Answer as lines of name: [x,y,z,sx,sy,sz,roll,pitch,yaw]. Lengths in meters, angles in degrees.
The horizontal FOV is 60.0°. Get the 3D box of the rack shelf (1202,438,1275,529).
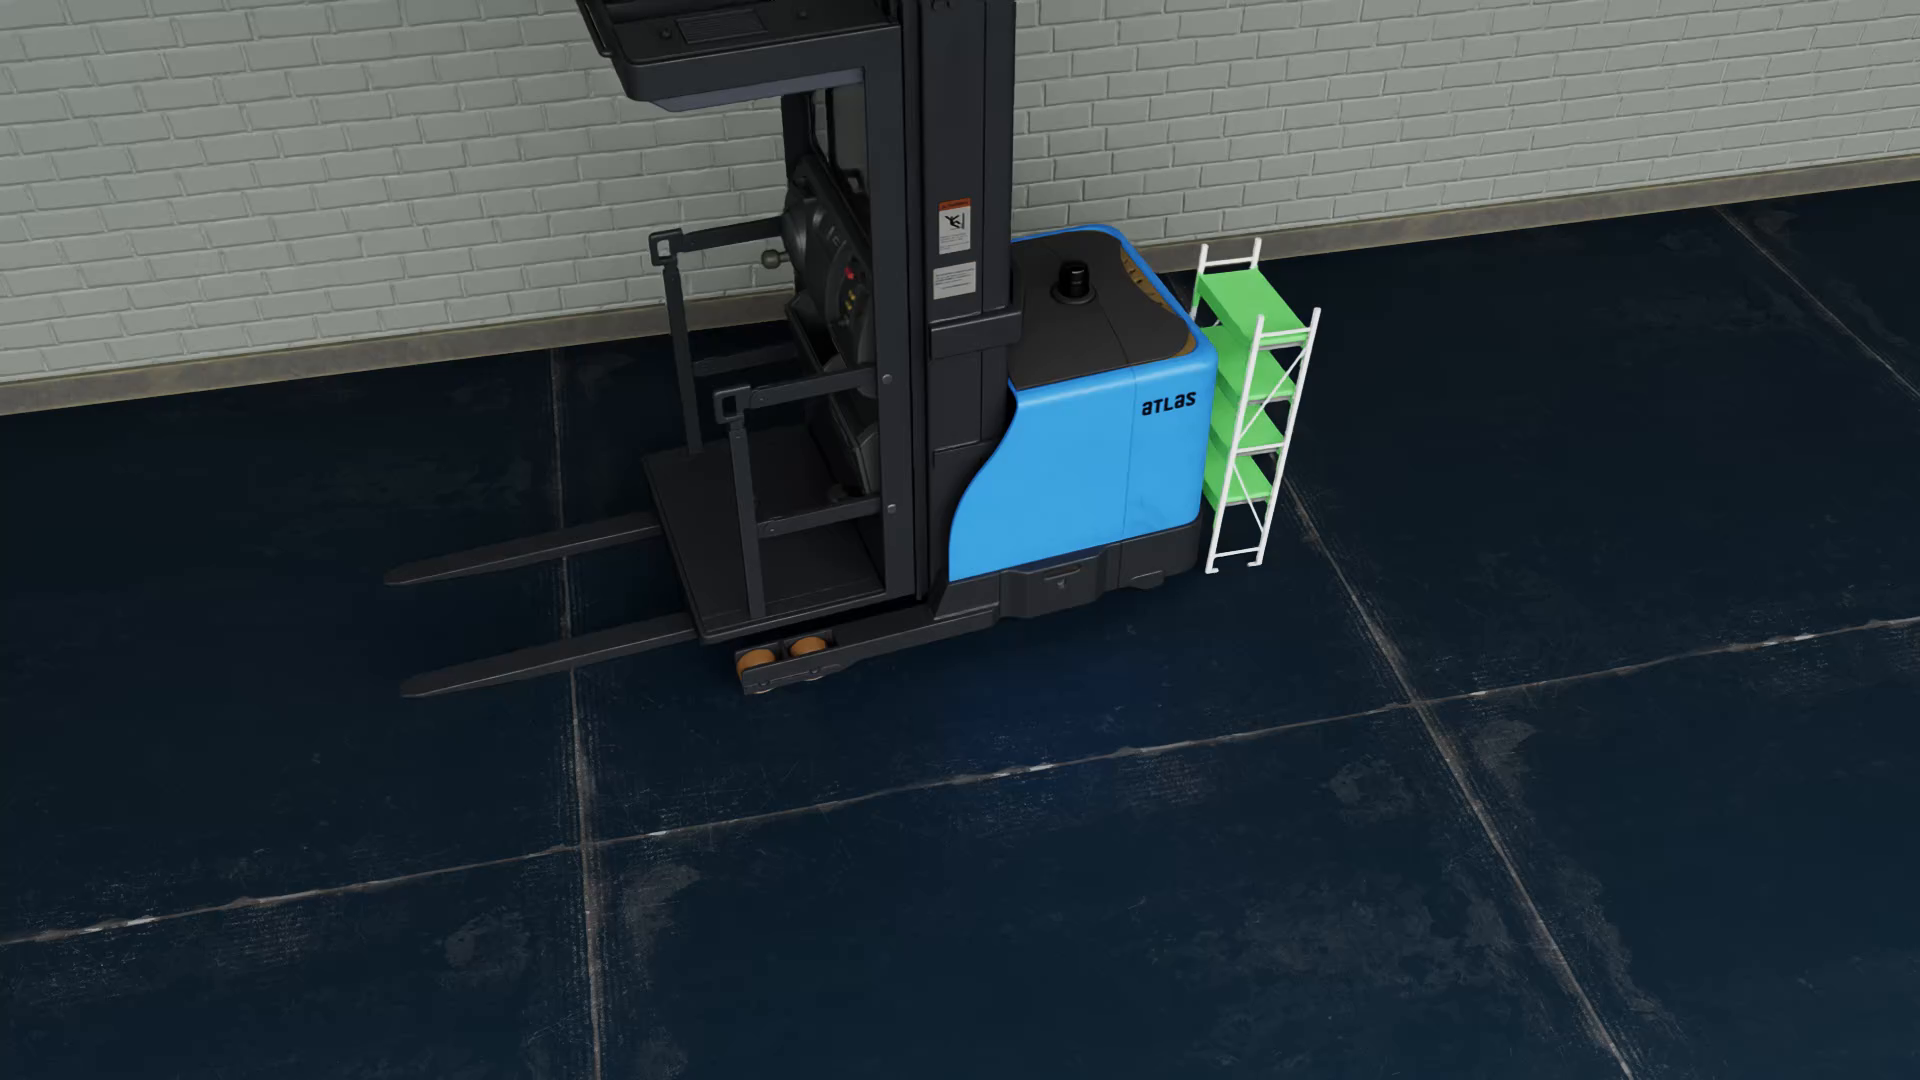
rack shelf: [1.031,-0.268,6.594,0.258,0.148,0.480,-9,42,-15]

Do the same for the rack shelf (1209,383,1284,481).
rack shelf: [1.045,-0.450,6.438,0.258,0.148,0.480,-9,42,-15]

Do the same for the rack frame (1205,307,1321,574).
rack frame: [1.121,-0.344,6.223,0.240,1.200,0.015,-9,42,-15]

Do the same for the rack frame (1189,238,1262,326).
rack frame: [0.976,-0.654,6.571,0.240,1.200,0.015,-9,42,-15]

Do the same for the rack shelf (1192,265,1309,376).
rack shelf: [1.073,-0.814,6.126,0.258,0.148,0.480,-9,42,-15]

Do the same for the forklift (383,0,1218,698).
forklift: [-0.636,-0.929,5.588,3.031,2.935,1.130,-13,43,-15]

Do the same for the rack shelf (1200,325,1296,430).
rack shelf: [1.059,-0.632,6.282,0.258,0.148,0.480,-9,42,-15]

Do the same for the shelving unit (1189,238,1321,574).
shelving unit: [1.049,-0.499,6.397,0.258,1.200,0.503,-9,42,-15]
